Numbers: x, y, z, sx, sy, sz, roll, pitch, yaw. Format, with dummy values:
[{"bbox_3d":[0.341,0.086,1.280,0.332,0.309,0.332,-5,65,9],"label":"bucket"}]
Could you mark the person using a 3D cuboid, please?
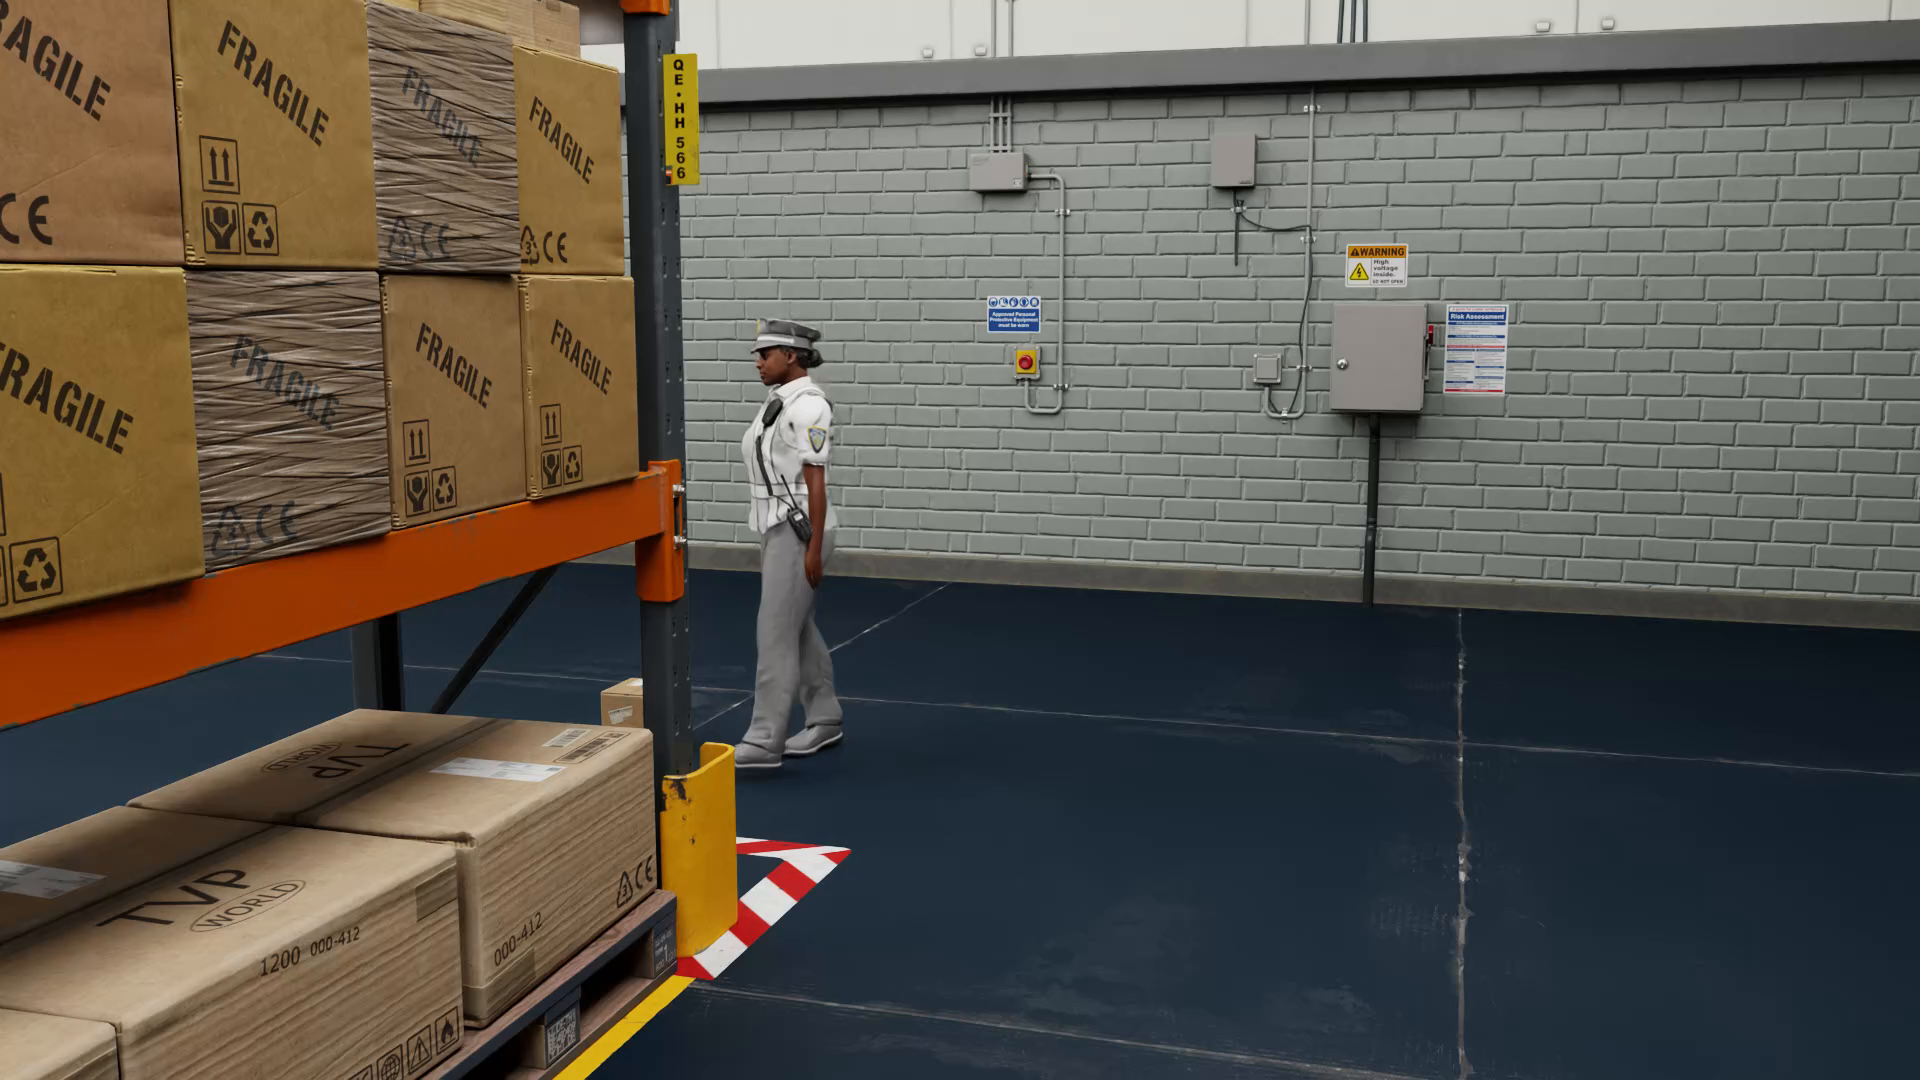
[{"bbox_3d":[-0.709,0.009,6.224,0.626,1.673,0.468,-4,9,-23],"label":"person"}]
